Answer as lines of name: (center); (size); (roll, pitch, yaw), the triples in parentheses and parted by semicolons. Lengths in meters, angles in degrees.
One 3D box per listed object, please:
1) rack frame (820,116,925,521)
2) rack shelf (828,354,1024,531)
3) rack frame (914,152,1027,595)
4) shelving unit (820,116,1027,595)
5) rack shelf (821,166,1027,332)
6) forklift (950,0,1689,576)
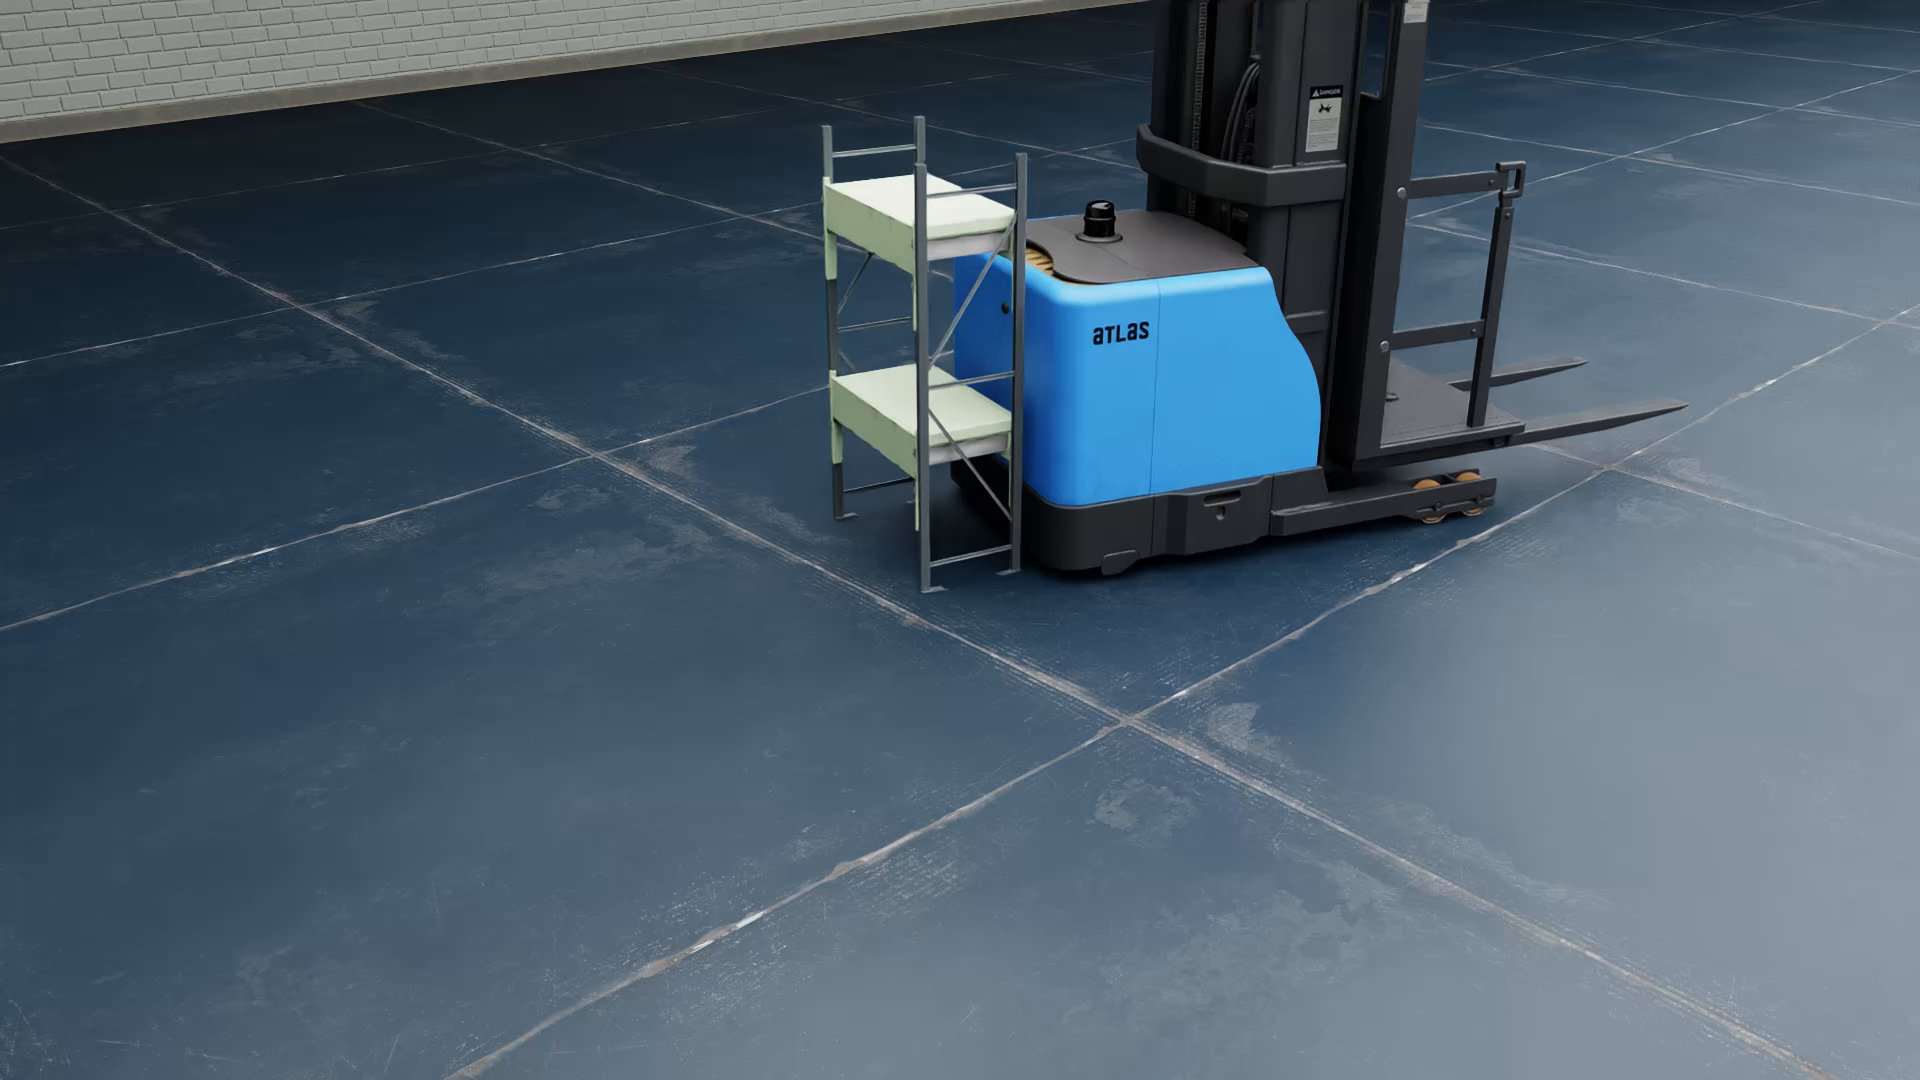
rack frame: (-0.307, -0.800, 6.197); (0.400, 1.500, 0.023); (-12, 27, -25)
rack shelf: (-0.135, -0.370, 6.039); (0.431, 0.370, 0.720); (-12, 27, -25)
rack frame: (0.037, -0.532, 5.609); (0.400, 1.500, 0.023); (-12, 27, -25)
shelving unit: (-0.135, -0.666, 5.903); (0.431, 1.500, 0.755); (-12, 27, -25)
rack shelf: (-0.135, -1.021, 5.741); (0.431, 0.370, 0.720); (-12, 27, -25)
forklift: (1.529, -1.587, 6.198); (3.031, 2.935, 1.130); (-10, 26, -20)
